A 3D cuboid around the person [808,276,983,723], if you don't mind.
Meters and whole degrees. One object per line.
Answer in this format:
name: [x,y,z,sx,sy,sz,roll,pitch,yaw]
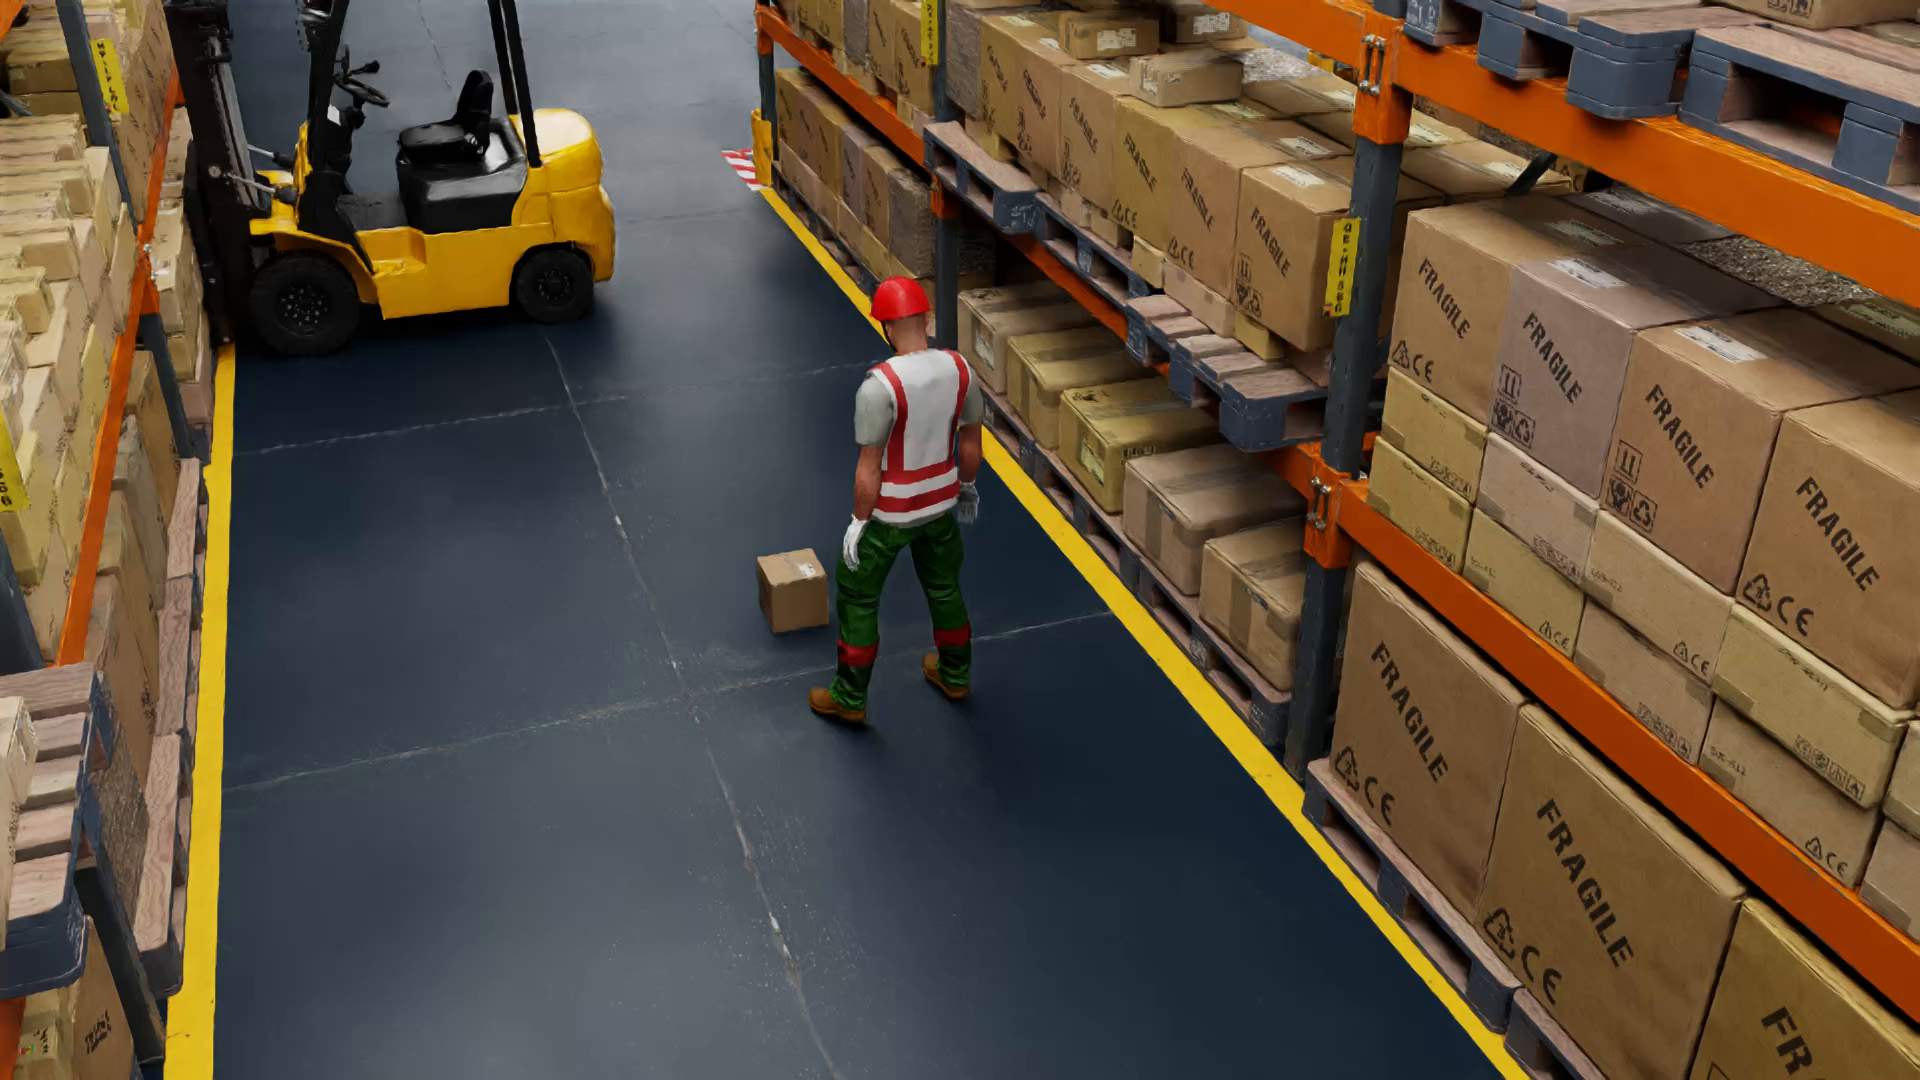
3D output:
person: [-0.242,-0.139,6.307,0.673,1.780,0.438,-21,36,-32]
